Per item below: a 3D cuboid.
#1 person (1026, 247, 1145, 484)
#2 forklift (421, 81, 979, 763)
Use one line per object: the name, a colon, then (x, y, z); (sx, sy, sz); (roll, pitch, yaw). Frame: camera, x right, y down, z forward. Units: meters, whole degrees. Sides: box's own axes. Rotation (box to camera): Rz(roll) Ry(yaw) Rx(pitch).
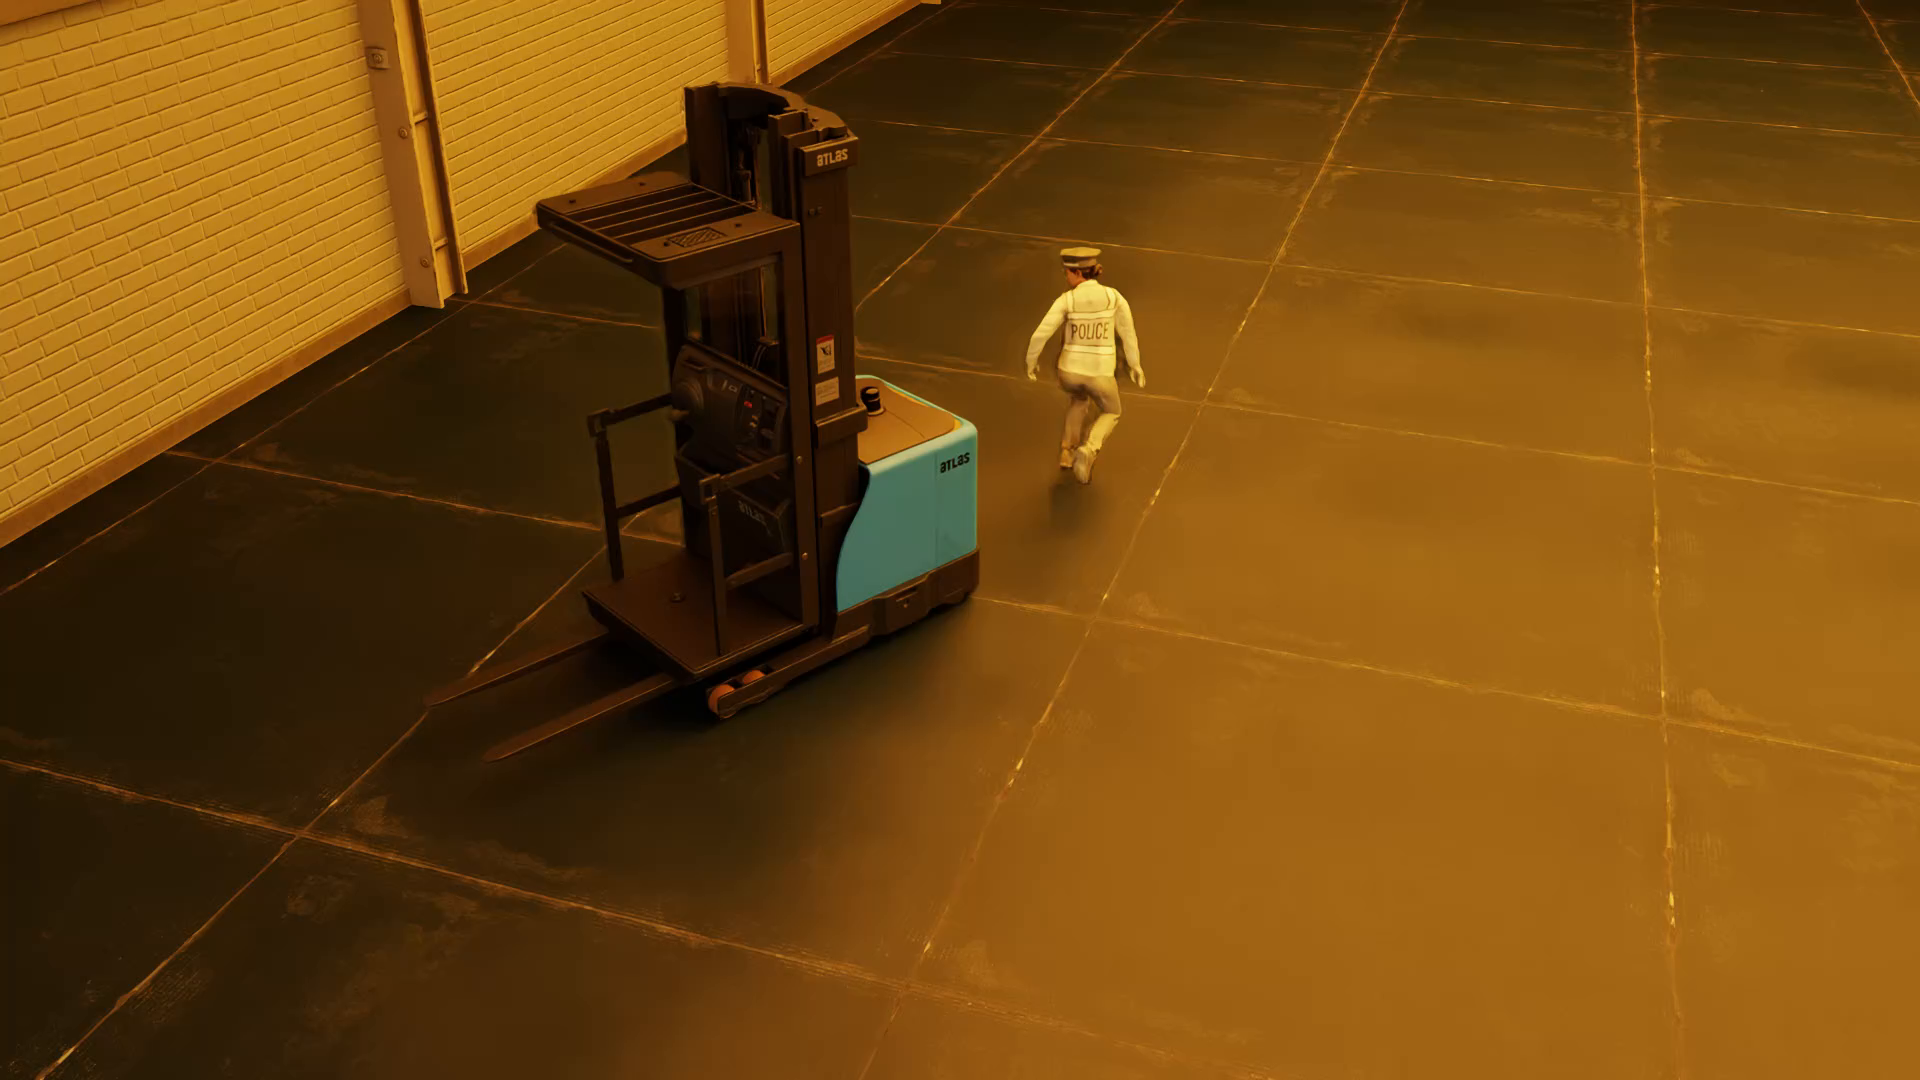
person: (0.793, -1.100, 10.575); (0.756, 1.463, 0.611); (5, 30, 9)
forklift: (-1.323, -0.657, 8.289); (3.031, 2.935, 1.130); (-24, 37, -36)
